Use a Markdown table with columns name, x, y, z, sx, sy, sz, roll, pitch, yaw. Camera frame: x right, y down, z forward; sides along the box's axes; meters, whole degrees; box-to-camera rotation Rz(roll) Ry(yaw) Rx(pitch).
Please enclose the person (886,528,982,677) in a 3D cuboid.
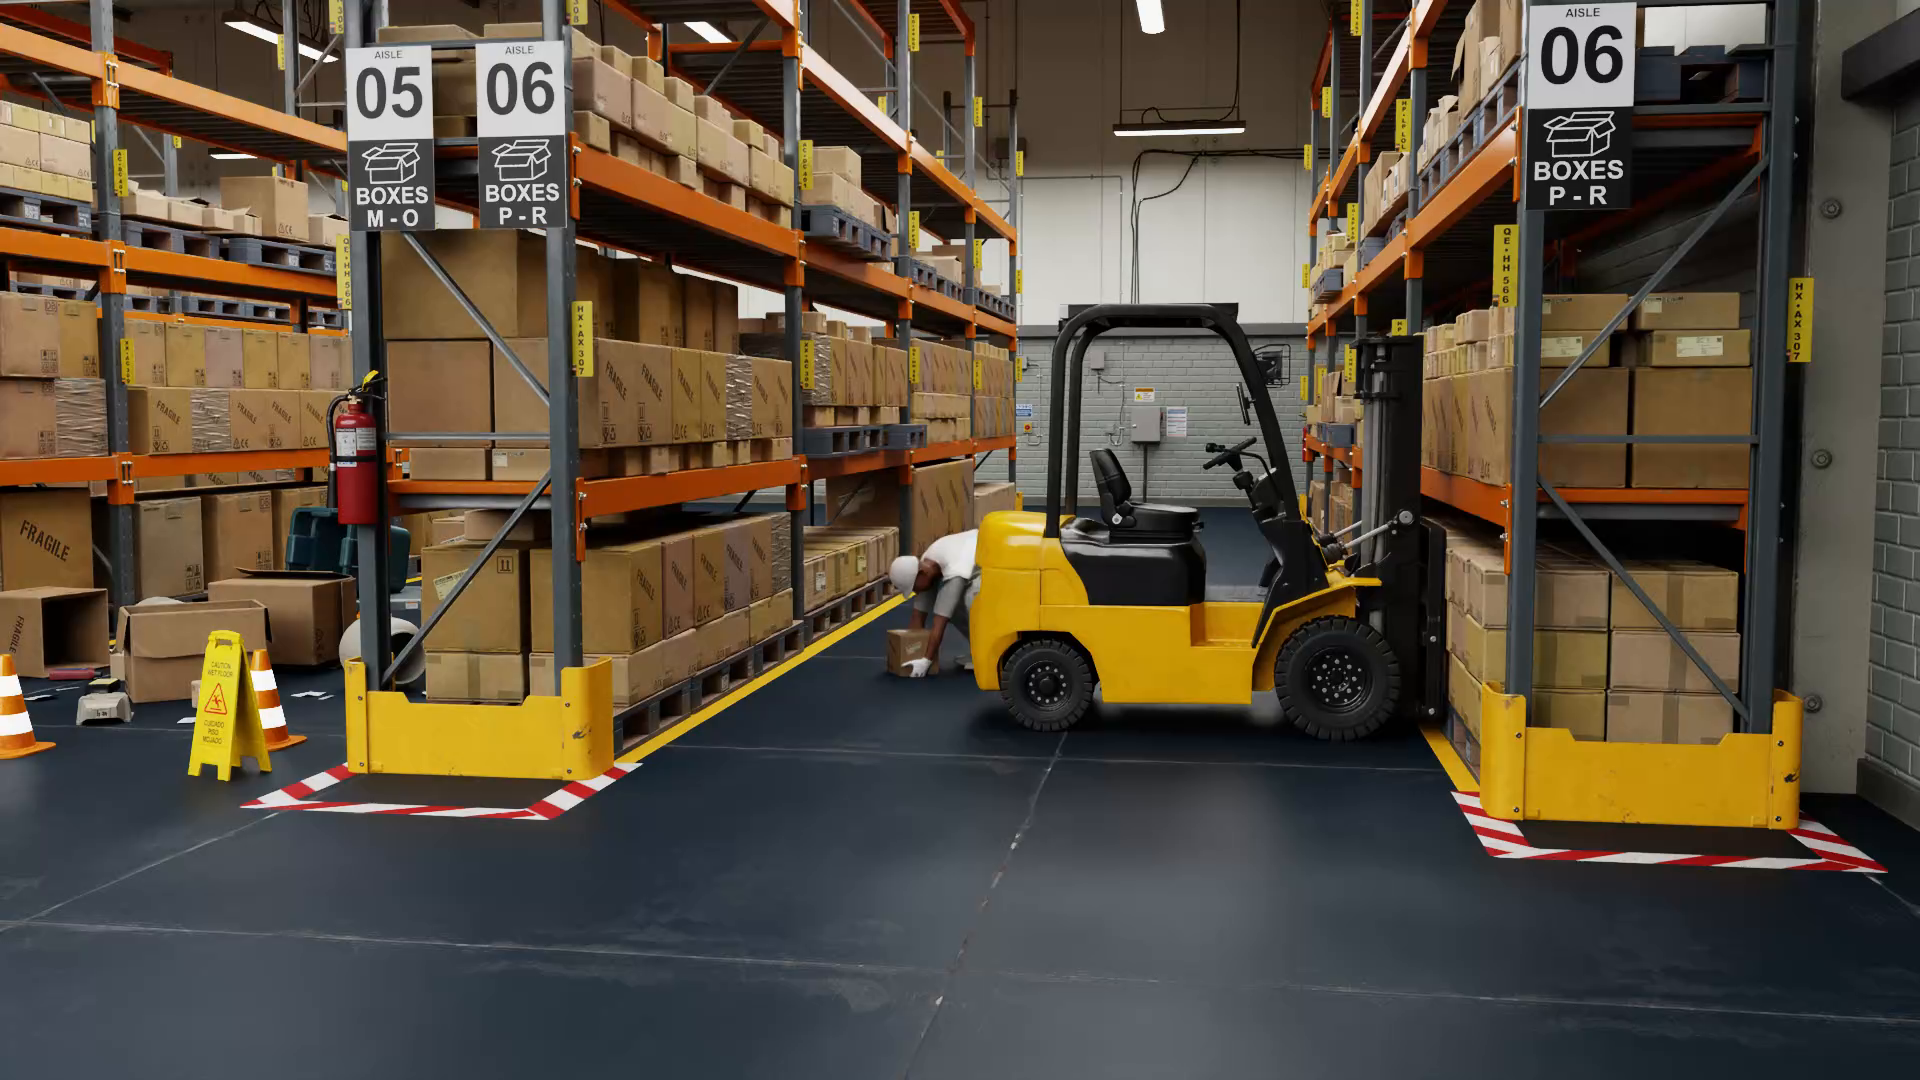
| name | x | y | z | sx | sy | sz | roll | pitch | yaw |
| --- | --- | --- | --- | --- | --- | --- | --- | --- | --- |
| person | 0.020 | 0.380 | 10.422 | 0.988 | 0.905 | 0.531 | -2 | 5 | -25 |
